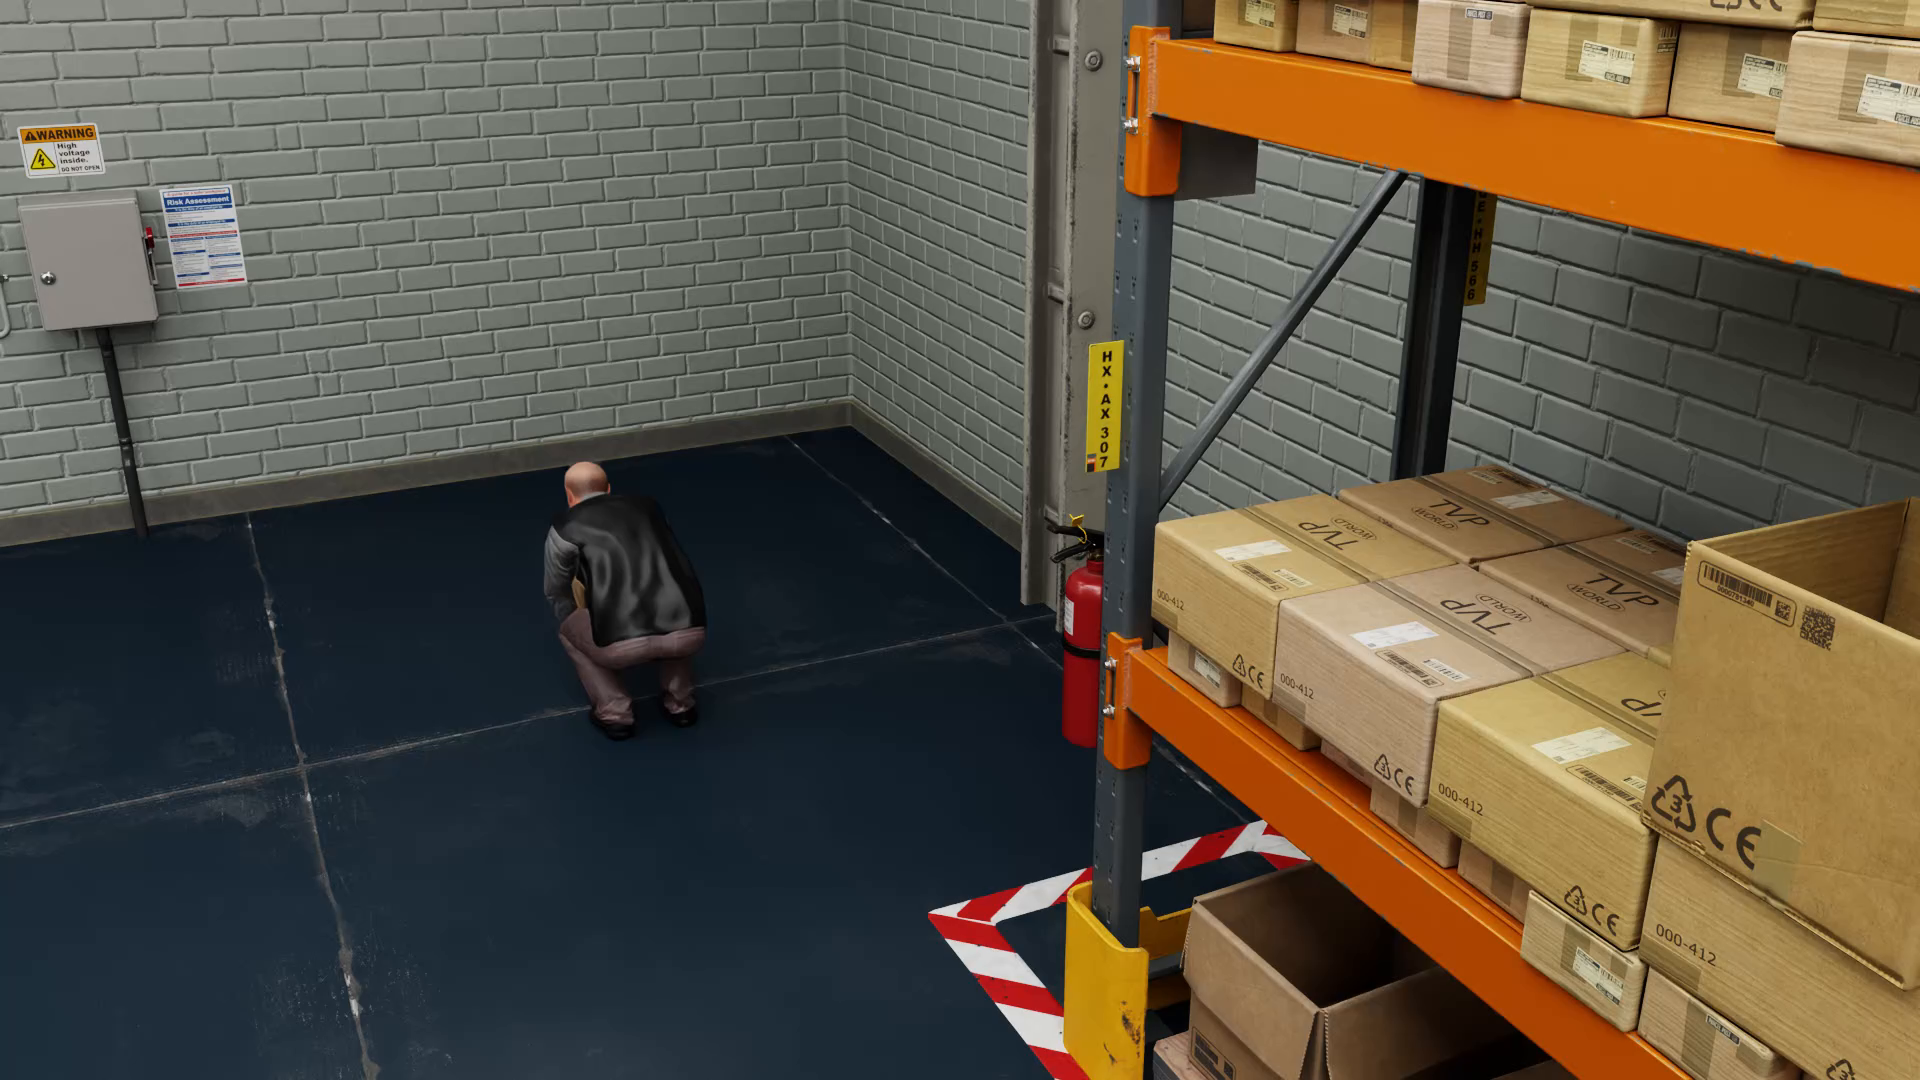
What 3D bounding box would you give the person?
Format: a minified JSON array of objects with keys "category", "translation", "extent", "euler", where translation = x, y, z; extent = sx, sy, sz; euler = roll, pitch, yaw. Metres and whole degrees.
[{"category":"person","translation":[-1.329,0.230,6.567],"extent":[0.539,0.969,0.873],"euler":[-10,24,-24]}]
